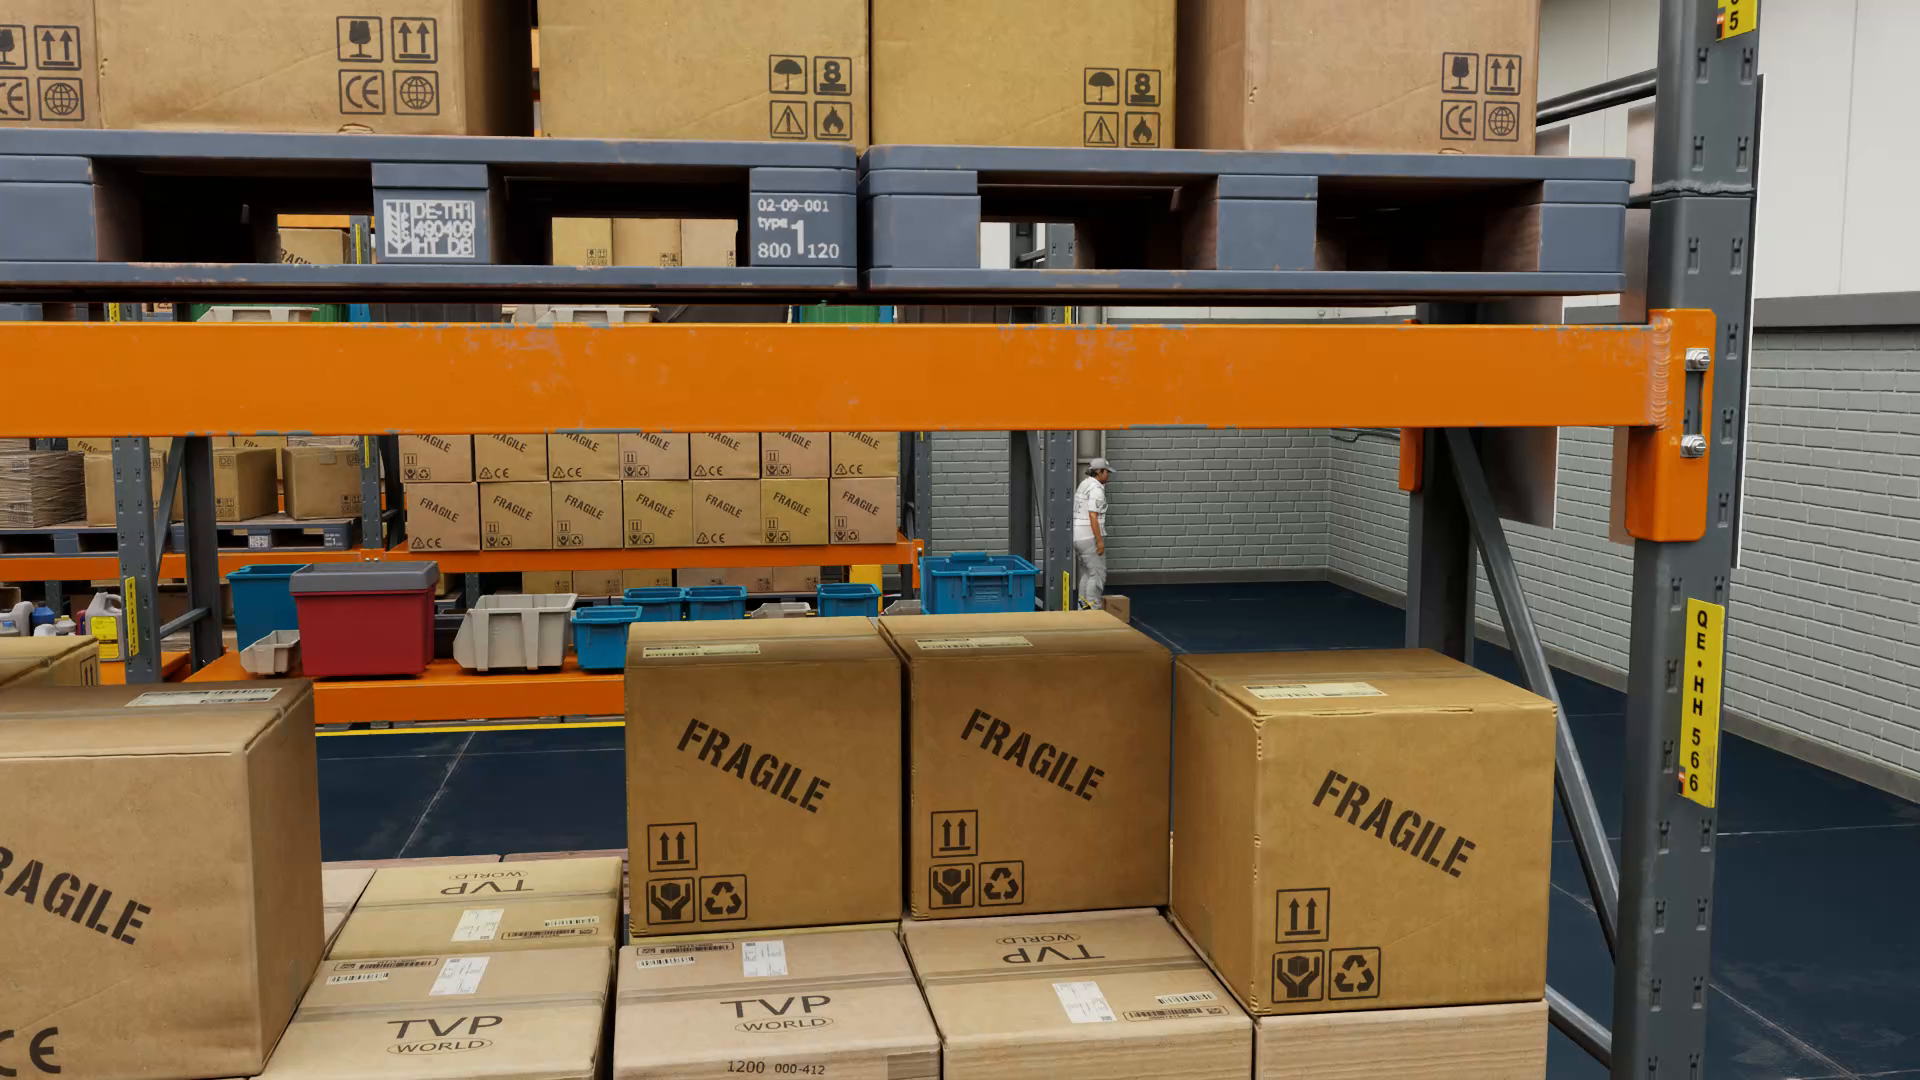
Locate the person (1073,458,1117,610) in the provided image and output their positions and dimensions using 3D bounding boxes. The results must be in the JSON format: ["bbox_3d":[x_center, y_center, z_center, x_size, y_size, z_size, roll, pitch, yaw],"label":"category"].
[{"bbox_3d":[1.351,0.005,16.773,0.471,1.666,0.543,-1,7,-9],"label":"person"}]
